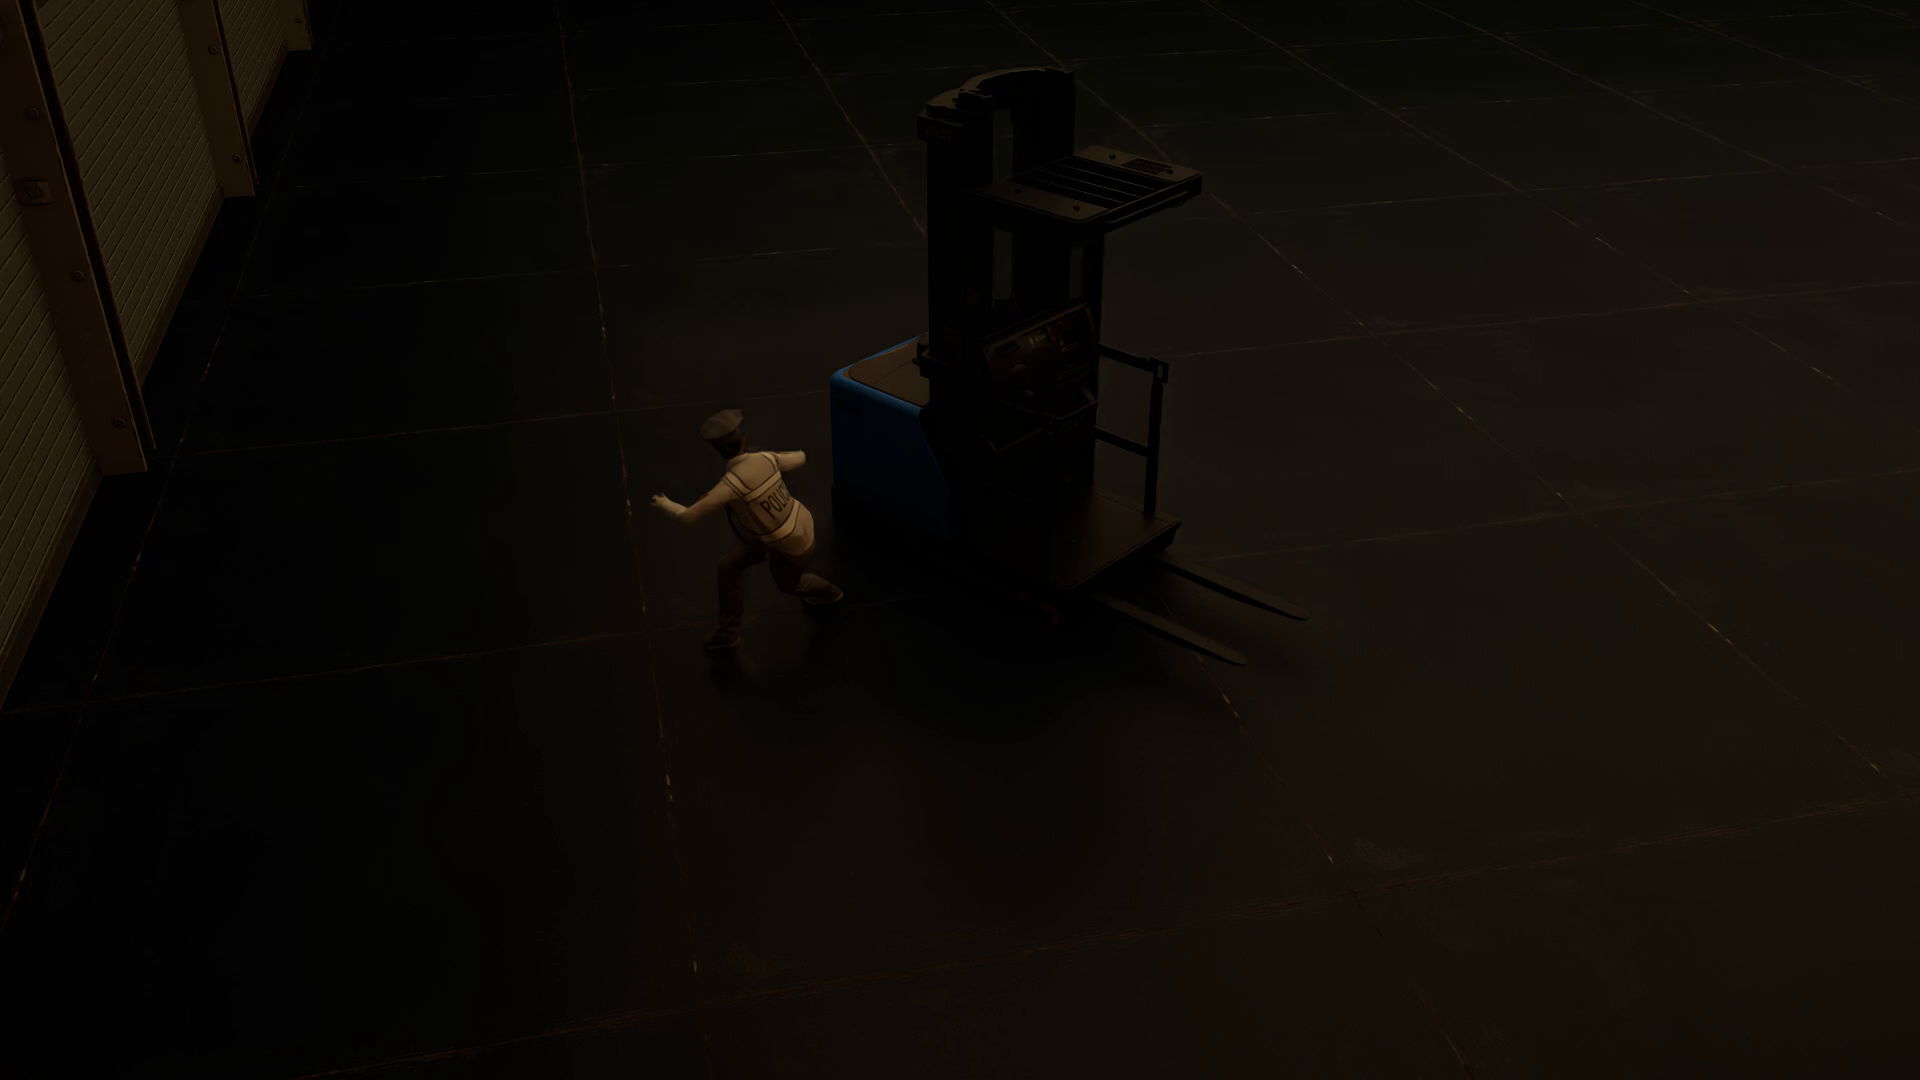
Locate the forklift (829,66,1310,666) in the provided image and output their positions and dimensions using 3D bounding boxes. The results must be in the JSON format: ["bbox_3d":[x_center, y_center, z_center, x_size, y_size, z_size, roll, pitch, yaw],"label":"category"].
[{"bbox_3d":[0.619,-1.036,9.365,3.031,2.935,1.130,24,38,35],"label":"forklift"}]

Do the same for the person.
[{"bbox_3d":[-1.190,-0.083,9.222,0.963,1.458,0.889,3,30,5],"label":"person"}]
